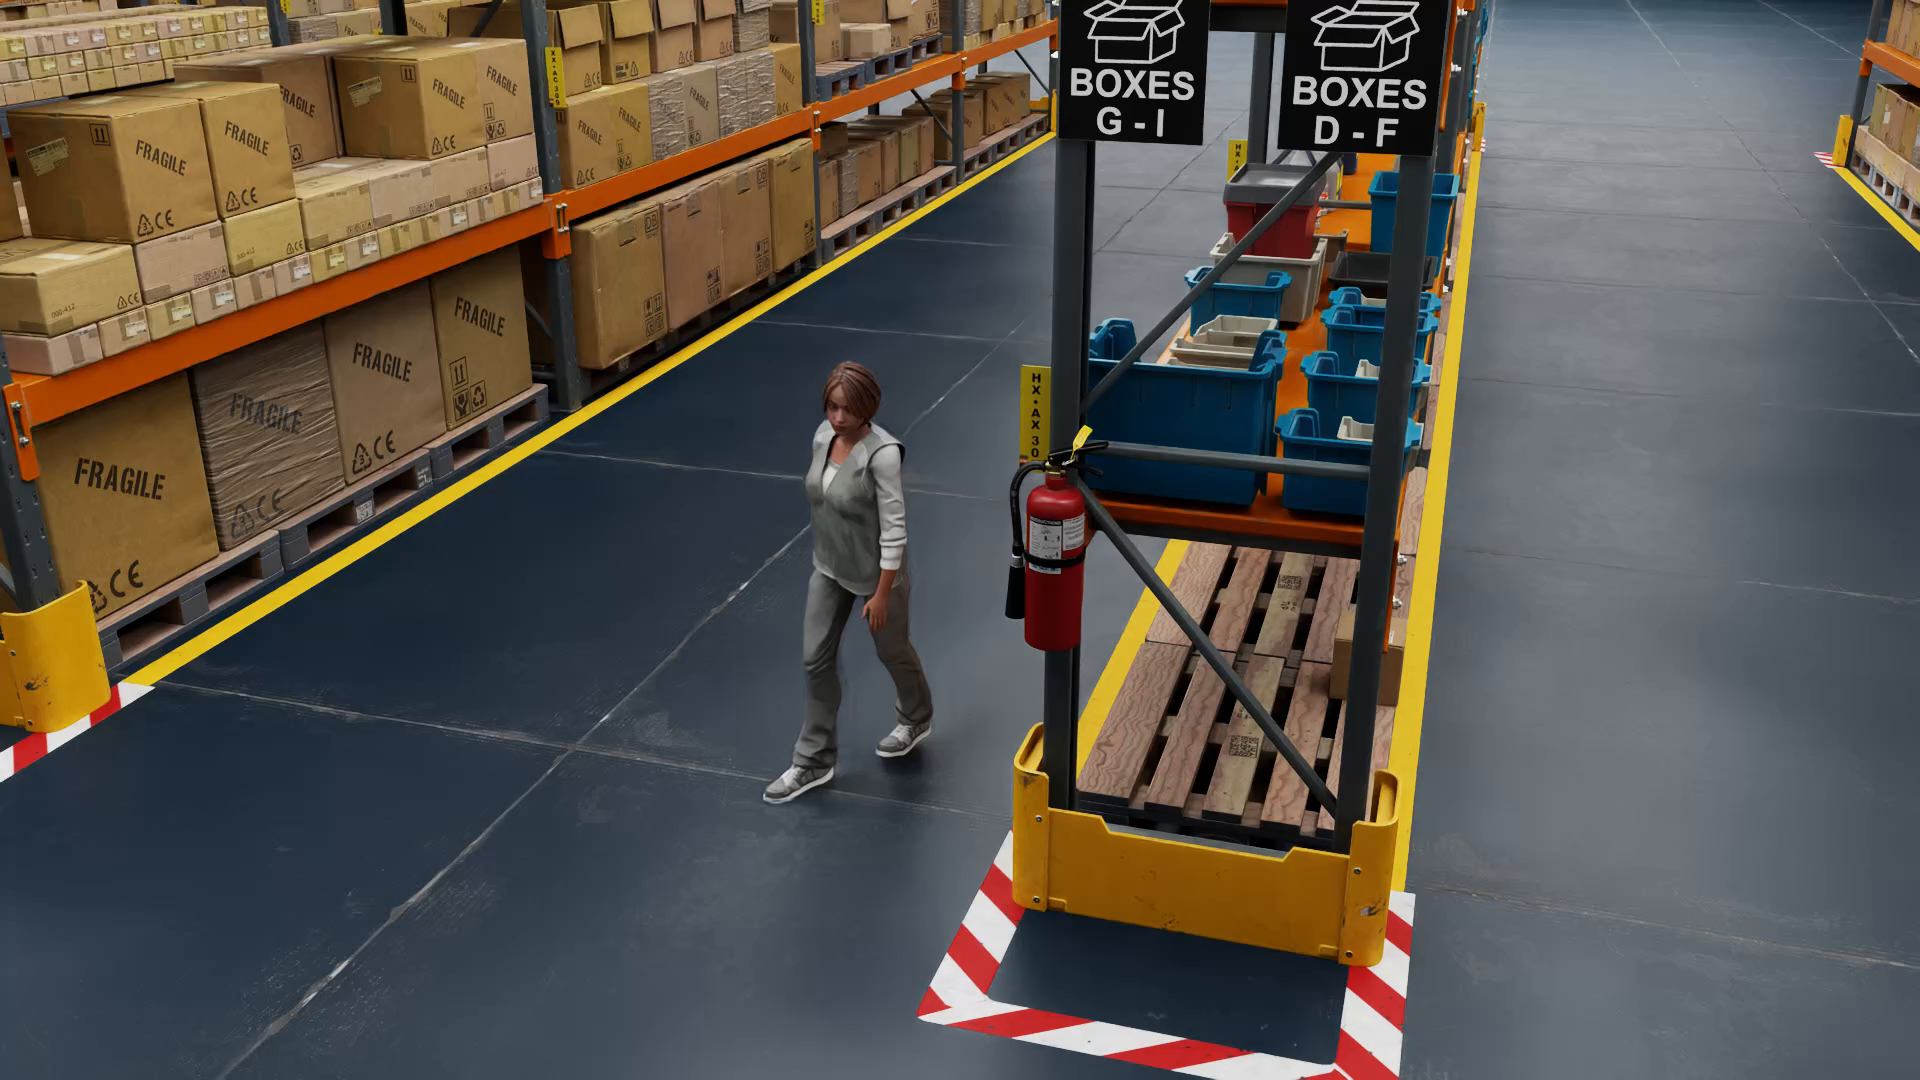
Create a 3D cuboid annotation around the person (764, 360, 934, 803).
[{"bbox_3d":[-0.338,0.131,5.794,0.466,1.594,0.722,16,27,35],"label":"person"}]
